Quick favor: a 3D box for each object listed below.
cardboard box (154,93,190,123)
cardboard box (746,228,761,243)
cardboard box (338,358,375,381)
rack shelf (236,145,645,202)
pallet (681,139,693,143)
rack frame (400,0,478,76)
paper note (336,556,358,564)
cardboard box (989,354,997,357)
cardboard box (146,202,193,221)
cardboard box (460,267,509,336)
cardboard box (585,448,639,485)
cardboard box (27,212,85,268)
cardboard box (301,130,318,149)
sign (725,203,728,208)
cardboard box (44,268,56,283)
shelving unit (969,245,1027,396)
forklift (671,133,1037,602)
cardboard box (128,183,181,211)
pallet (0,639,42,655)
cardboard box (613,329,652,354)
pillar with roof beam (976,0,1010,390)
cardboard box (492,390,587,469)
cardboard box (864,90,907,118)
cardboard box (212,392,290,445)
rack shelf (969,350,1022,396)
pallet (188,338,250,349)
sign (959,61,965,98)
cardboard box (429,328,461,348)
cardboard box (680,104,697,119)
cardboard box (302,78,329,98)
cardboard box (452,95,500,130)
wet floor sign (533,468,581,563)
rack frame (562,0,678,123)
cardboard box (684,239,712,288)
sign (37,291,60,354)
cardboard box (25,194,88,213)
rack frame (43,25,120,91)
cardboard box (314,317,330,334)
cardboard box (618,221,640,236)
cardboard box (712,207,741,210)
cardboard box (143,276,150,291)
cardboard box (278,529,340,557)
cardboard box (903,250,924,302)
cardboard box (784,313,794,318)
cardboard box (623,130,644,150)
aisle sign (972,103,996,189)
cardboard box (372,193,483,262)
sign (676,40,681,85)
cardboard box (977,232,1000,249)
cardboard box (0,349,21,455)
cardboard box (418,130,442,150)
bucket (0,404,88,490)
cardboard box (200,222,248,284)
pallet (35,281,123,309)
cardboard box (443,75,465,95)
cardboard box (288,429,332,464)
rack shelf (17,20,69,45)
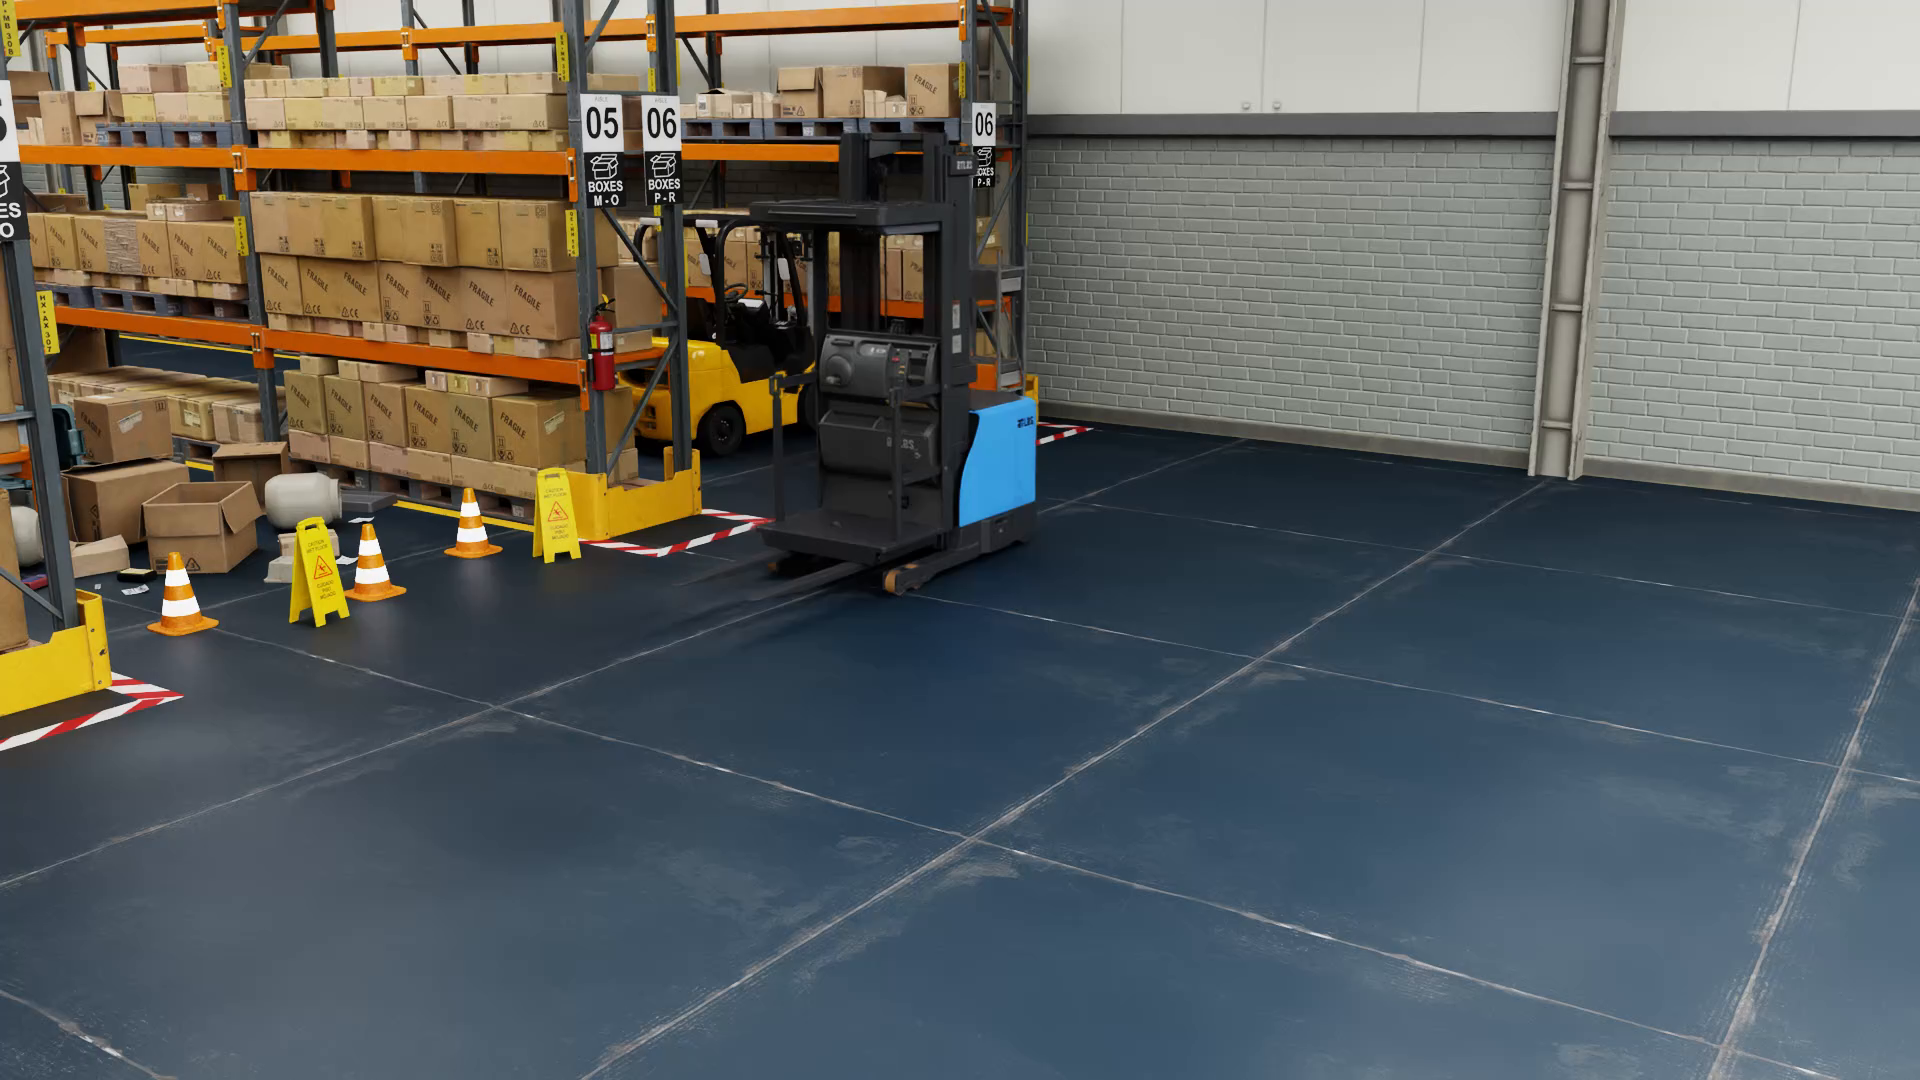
[{"bbox_3d":[-6.731,-3.814,14.685,0.500,0.250,0.500,9,17,33],"label":"cardboard box"},{"bbox_3d":[-2.036,-3.220,17.531,0.250,0.149,0.380,9,17,32],"label":"cardboard box"},{"bbox_3d":[-4.912,-1.427,13.781,0.250,0.149,0.380,10,17,35],"label":"cardboard box"},{"bbox_3d":[-4.089,-2.947,13.242,4.000,0.370,1.077,9,17,33],"label":"rack shelf"},{"bbox_3d":[-3.720,-4.578,18.729,1.217,0.209,0.805,8,16,31],"label":"pallet"},{"bbox_3d":[-6.300,-6.547,20.046,0.127,3.000,1.000,9,17,33],"label":"rack frame"},{"bbox_3d":[-4.324,0.139,11.698,0.142,0.019,0.148,3,14,14],"label":"paper note"},{"bbox_3d":[0.064,-1.779,17.074,0.500,0.250,0.500,10,17,34],"label":"cardboard box"},{"bbox_3d":[-7.077,-2.959,14.984,0.250,0.149,0.380,8,16,30],"label":"cardboard box"},{"bbox_3d":[-3.446,-1.851,12.732,0.500,0.500,0.500,9,17,33],"label":"cardboard box"},{"bbox_3d":[-2.944,-0.605,13.372,0.500,0.250,0.500,9,17,32],"label":"cardboard box"},{"bbox_3d":[-8.823,-2.935,16.238,0.500,0.500,0.500,9,16,31],"label":"cardboard box"},{"bbox_3d":[-5.173,-3.295,13.671,0.250,0.149,0.380,9,17,33],"label":"cardboard box"},{"bbox_3d":[-2.673,-3.668,18.934,0.005,0.325,0.100,9,17,33],"label":"sign"},{"bbox_3d":[-8.686,-2.602,16.240,0.250,0.149,0.380,8,16,29],"label":"cardboard box"},{"bbox_3d":[0.181,-1.156,12.625,0.503,2.100,0.431,9,16,32],"label":"shelving unit"},{"bbox_3d":[-0.671,-1.190,11.029,1.130,2.935,3.031,9,17,33],"label":"forklift"},{"bbox_3d":[-11.467,-4.828,23.718,0.500,0.500,0.500,10,17,34],"label":"cardboard box"},{"bbox_3d":[-5.815,0.690,9.096,1.213,0.211,1.003,9,17,33],"label":"pallet"},{"bbox_3d":[-2.596,-1.537,12.813,0.250,0.149,0.380,9,17,33],"label":"cardboard box"},{"bbox_3d":[-2.139,-4.889,13.347,0.400,9.000,9.100,9,17,33],"label":"pillar with roof beam"},{"bbox_3d":[-3.239,-0.861,12.846,0.500,0.500,0.500,9,17,33],"label":"cardboard box"},{"bbox_3d":[-0.730,-4.290,16.367,0.258,0.266,0.396,9,17,33],"label":"cardboard box"},{"bbox_3d":[-6.185,-1.107,15.147,0.625,0.372,0.950,9,17,34],"label":"cardboard box"},{"bbox_3d":[0.181,-1.143,12.628,0.480,0.518,0.431,9,16,32],"label":"rack shelf"},{"bbox_3d":[-10.189,-2.910,23.641,1.213,0.211,1.003,9,17,33],"label":"pallet"},{"bbox_3d":[0.024,-4.304,15.546,0.005,0.325,0.100,9,17,33],"label":"sign"},{"bbox_3d":[-3.959,-1.615,13.129,0.250,0.149,0.380,9,17,32],"label":"cardboard box"},{"bbox_3d":[-2.778,-4.565,17.719,0.250,0.149,0.380,10,17,34],"label":"cardboard box"},{"bbox_3d":[-5.020,-3.616,13.308,0.250,0.149,0.380,9,17,32],"label":"cardboard box"},{"bbox_3d":[-3.413,-3.185,12.399,0.500,0.250,0.500,9,16,32],"label":"cardboard box"},{"bbox_3d":[-2.869,-0.191,11.751,0.267,0.644,0.232,-10,17,-35],"label":"wet floor sign"},{"bbox_3d":[-2.429,-4.484,11.712,0.127,3.000,1.000,9,17,33],"label":"rack frame"},{"bbox_3d":[-2.759,-3.036,18.137,0.500,0.500,0.500,9,16,31],"label":"cardboard box"},{"bbox_3d":[-4.793,-1.140,8.721,0.005,0.325,0.100,9,17,33],"label":"sign"},{"bbox_3d":[-9.340,-3.294,17.098,0.500,0.500,0.500,9,16,31],"label":"cardboard box"},{"bbox_3d":[-12.938,-7.620,24.380,0.127,3.000,1.000,9,17,33],"label":"rack frame"},{"bbox_3d":[-5.190,-1.828,13.986,0.250,0.149,0.380,9,17,33],"label":"cardboard box"},{"bbox_3d":[-3.613,-3.495,18.641,0.250,0.149,0.380,9,16,32],"label":"cardboard box"},{"bbox_3d":[-2.548,-3.624,18.544,0.250,0.149,0.380,9,17,33],"label":"cardboard box"},{"bbox_3d":[-7.329,-2.400,15.425,0.250,0.149,0.380,9,16,31],"label":"cardboard box"},{"bbox_3d":[-4.644,0.039,11.858,0.380,0.149,0.250,-7,15,-25],"label":"cardboard box"},{"bbox_3d":[-0.217,-2.625,16.476,0.500,0.500,0.500,9,16,32],"label":"cardboard box"},{"bbox_3d":[-2.036,-2.361,18.386,0.500,0.250,0.500,9,16,32],"label":"cardboard box"},{"bbox_3d":[-2.523,-3.016,12.543,0.250,0.149,0.380,9,17,33],"label":"cardboard box"},{"bbox_3d":[0.229,-3.757,15.848,0.004,0.787,0.394,9,17,33],"label":"aisle sign"},{"bbox_3d":[-4.208,-2.487,13.221,0.500,0.500,0.700,9,17,32],"label":"cardboard box"},{"bbox_3d":[-2.126,-3.561,12.404,0.005,0.325,0.100,9,17,33],"label":"sign"},{"bbox_3d":[0.201,-3.023,16.735,0.250,0.149,0.380,9,16,31],"label":"cardboard box"},{"bbox_3d":[-5.441,-0.685,8.537,0.550,0.550,0.875,9,17,33],"label":"cardboard box"},{"bbox_3d":[-3.928,-3.076,12.786,0.250,0.149,0.380,9,16,31],"label":"cardboard box"},{"bbox_3d":[-7.027,-0.699,12.552,0.726,0.611,0.620,-10,7,-35],"label":"bucket"},{"bbox_3d":[-6.260,-2.522,14.567,0.500,0.500,0.500,9,16,32],"label":"cardboard box"},{"bbox_3d":[-8.417,-2.478,16.489,1.003,0.211,1.213,9,17,33],"label":"pallet"},{"bbox_3d":[-3.670,-3.431,12.563,0.250,0.149,0.380,9,17,33],"label":"cardboard box"},{"bbox_3d":[-5.409,-0.845,14.342,0.500,0.250,0.500,8,16,30],"label":"cardboard box"},{"bbox_3d":[-10.727,-5.282,17.264,4.000,0.370,1.077,9,17,33],"label":"rack shelf"}]
